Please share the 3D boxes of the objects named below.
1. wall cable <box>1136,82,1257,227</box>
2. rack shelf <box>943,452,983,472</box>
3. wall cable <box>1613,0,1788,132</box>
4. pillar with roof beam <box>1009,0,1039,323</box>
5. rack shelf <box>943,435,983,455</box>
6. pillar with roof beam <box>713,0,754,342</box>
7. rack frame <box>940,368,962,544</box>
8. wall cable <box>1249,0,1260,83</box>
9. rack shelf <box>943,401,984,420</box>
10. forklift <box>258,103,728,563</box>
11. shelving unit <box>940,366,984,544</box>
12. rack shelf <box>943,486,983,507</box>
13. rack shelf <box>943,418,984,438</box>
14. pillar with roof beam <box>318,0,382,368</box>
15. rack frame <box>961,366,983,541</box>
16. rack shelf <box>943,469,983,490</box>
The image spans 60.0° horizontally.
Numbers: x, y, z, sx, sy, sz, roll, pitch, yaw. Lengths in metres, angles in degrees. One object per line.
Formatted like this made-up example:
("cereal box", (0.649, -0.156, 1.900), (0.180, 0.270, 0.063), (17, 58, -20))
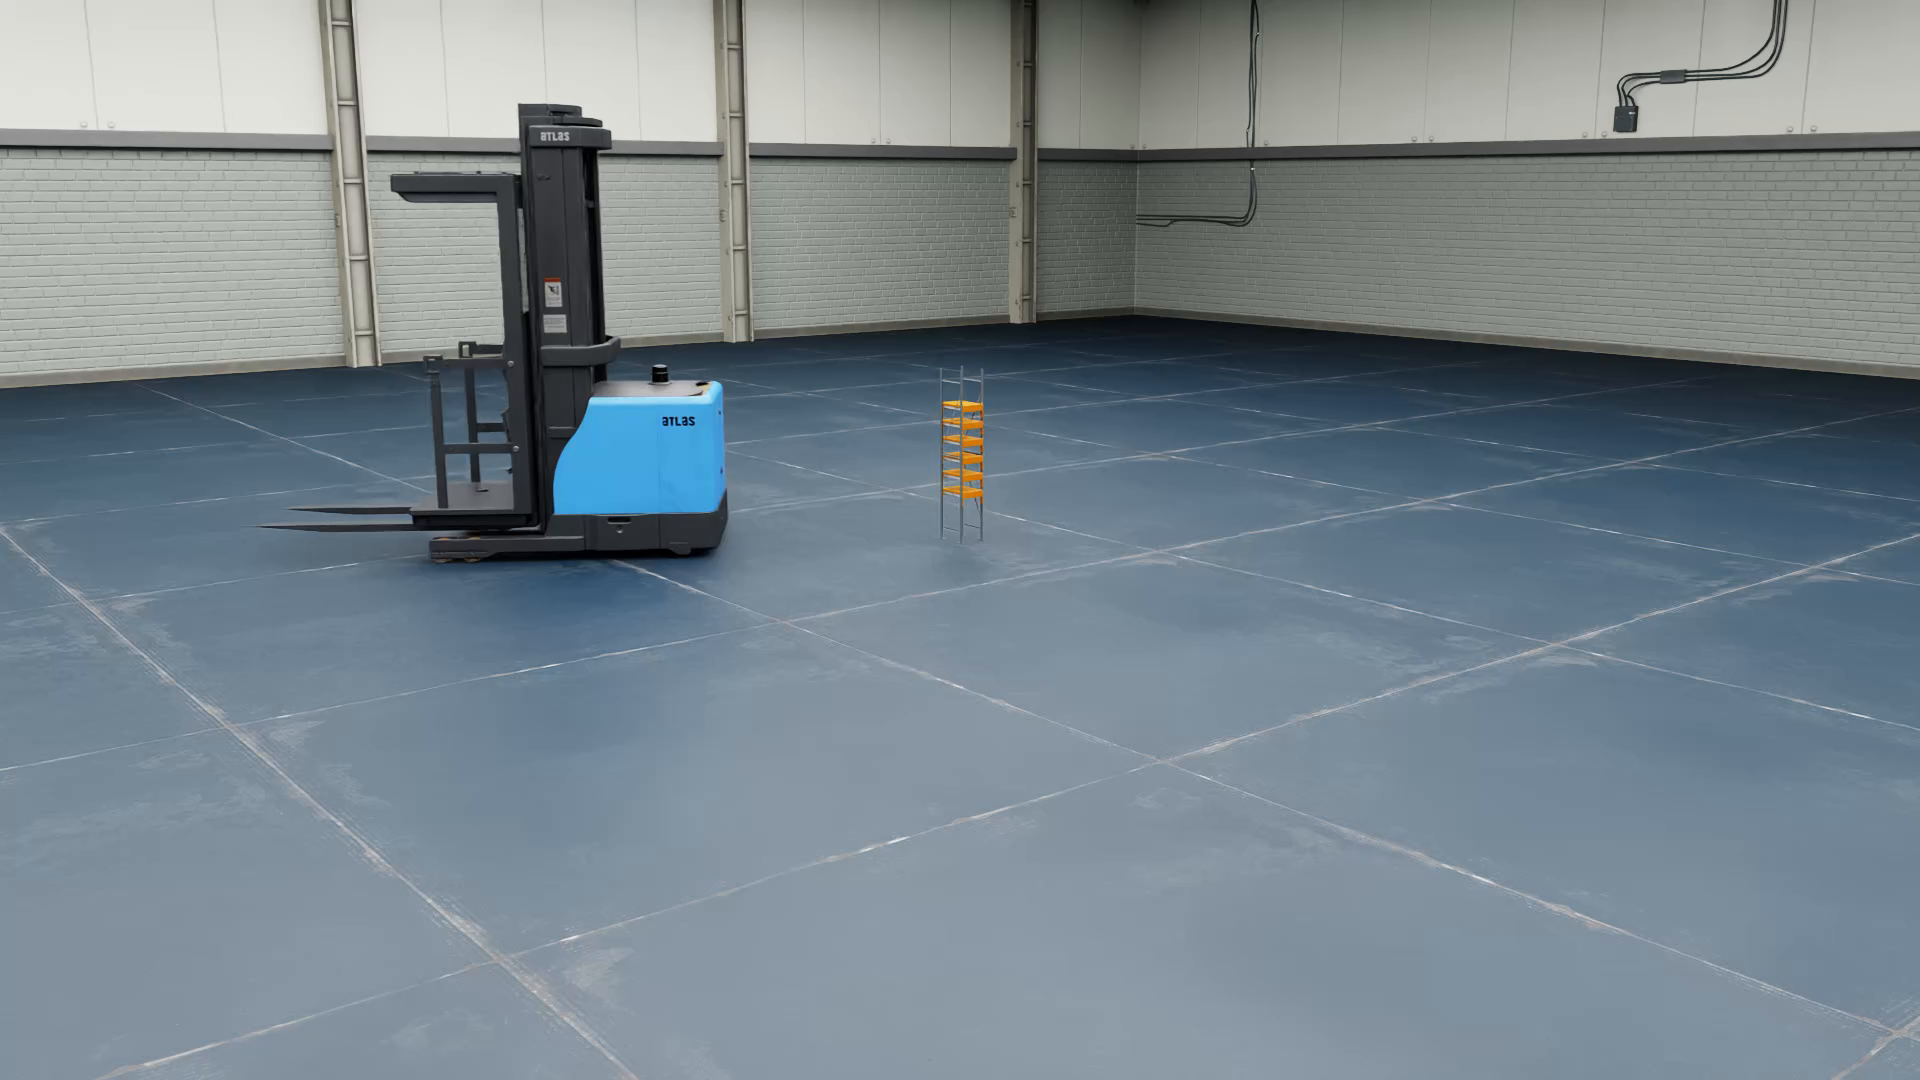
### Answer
("wall cable", (4.264, -7.015, 30.478), (0.112, 2.526, 3.097), (-9, 15, -38))
("rack shelf", (0.011, -0.545, 11.522), (0.180, 0.103, 0.258), (-9, 15, -38))
("wall cable", (10.182, -8.656, 22.541), (0.169, 6.003, 2.305), (-9, 15, -38))
("pillar with roof beam", (3.827, -7.668, 26.077), (0.400, 9.000, 9.100), (-9, 15, -38))
("rack shelf", (0.011, -0.663, 11.497), (0.180, 0.103, 0.258), (-9, 15, -38))
("pillar with roof beam", (-0.858, -6.890, 22.411), (0.400, 9.000, 9.100), (-9, 15, -38))
("rack frame", (-0.060, -0.577, 11.457), (0.006, 1.200, 0.240), (-9, 15, -38))
("wall cable", (5.954, -9.047, 27.887), (0.112, 2.526, 3.097), (-9, 15, -38))
("rack shelf", (0.011, -0.897, 11.447), (0.180, 0.103, 0.258), (-9, 15, -38))
("forklift", (-3.151, -1.398, 11.155), (3.031, 2.935, 1.130), (-1, 12, -4))
("shelving unit", (0.011, -0.589, 11.513), (0.189, 1.200, 0.258), (-9, 15, -38))
("rack shelf", (0.011, -0.311, 11.572), (0.180, 0.103, 0.258), (-9, 15, -38))
("rack shelf", (0.011, -0.780, 11.472), (0.180, 0.103, 0.258), (-9, 15, -38))
("pillar with roof beam", (-5.543, -6.111, 18.744), (0.400, 9.000, 9.100), (-9, 15, -38))
("rack frame", (0.083, -0.601, 11.569), (0.006, 1.200, 0.240), (-9, 15, -38))
("rack shelf", (0.011, -0.428, 11.547), (0.180, 0.103, 0.258), (-9, 15, -38))
